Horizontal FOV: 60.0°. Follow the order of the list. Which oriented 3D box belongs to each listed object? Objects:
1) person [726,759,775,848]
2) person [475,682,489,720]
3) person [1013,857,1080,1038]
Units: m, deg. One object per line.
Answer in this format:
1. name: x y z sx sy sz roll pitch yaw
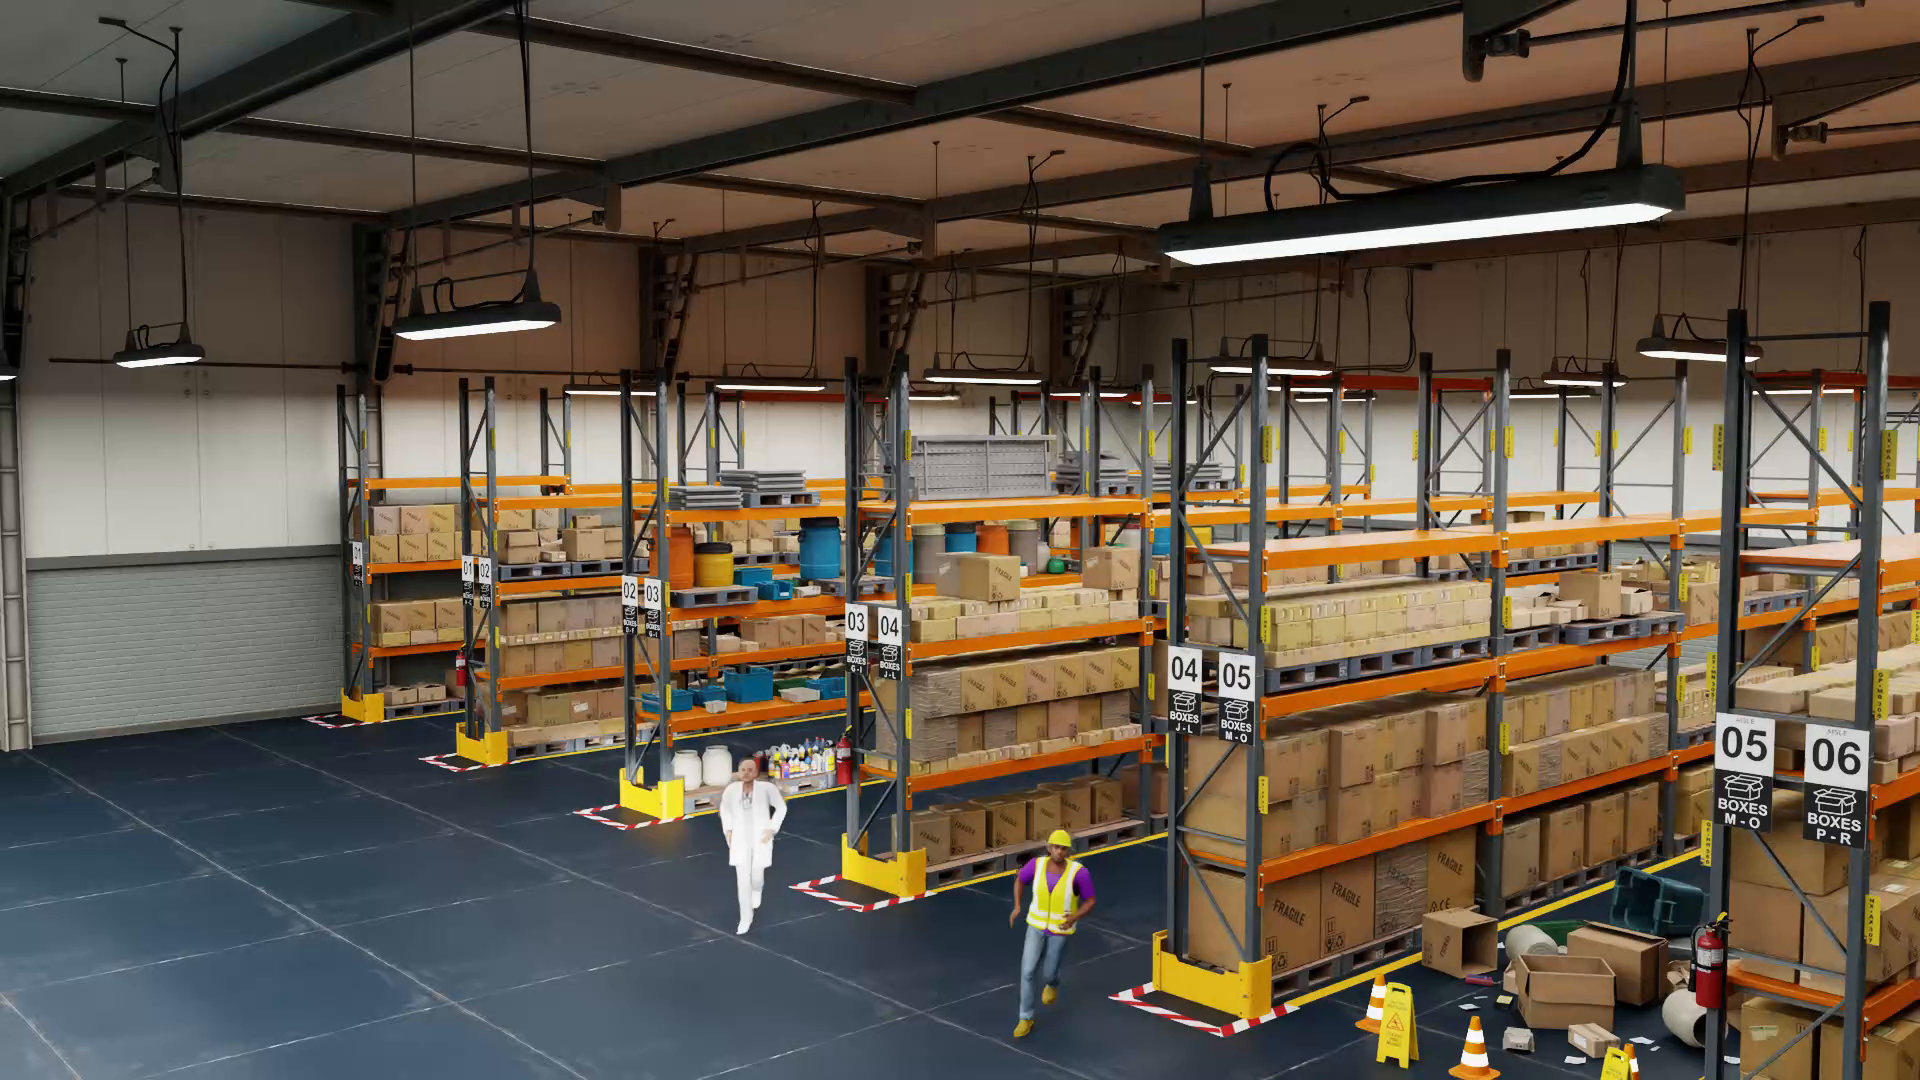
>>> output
1. person: -2.165 2.723 17.257 0.673 0.903 0.363 0 4 2
2. person: -7.863 2.505 27.752 0.573 1.567 0.517 3 5 40
3. person: 0.789 3.493 14.462 0.507 1.480 0.831 1 4 16
